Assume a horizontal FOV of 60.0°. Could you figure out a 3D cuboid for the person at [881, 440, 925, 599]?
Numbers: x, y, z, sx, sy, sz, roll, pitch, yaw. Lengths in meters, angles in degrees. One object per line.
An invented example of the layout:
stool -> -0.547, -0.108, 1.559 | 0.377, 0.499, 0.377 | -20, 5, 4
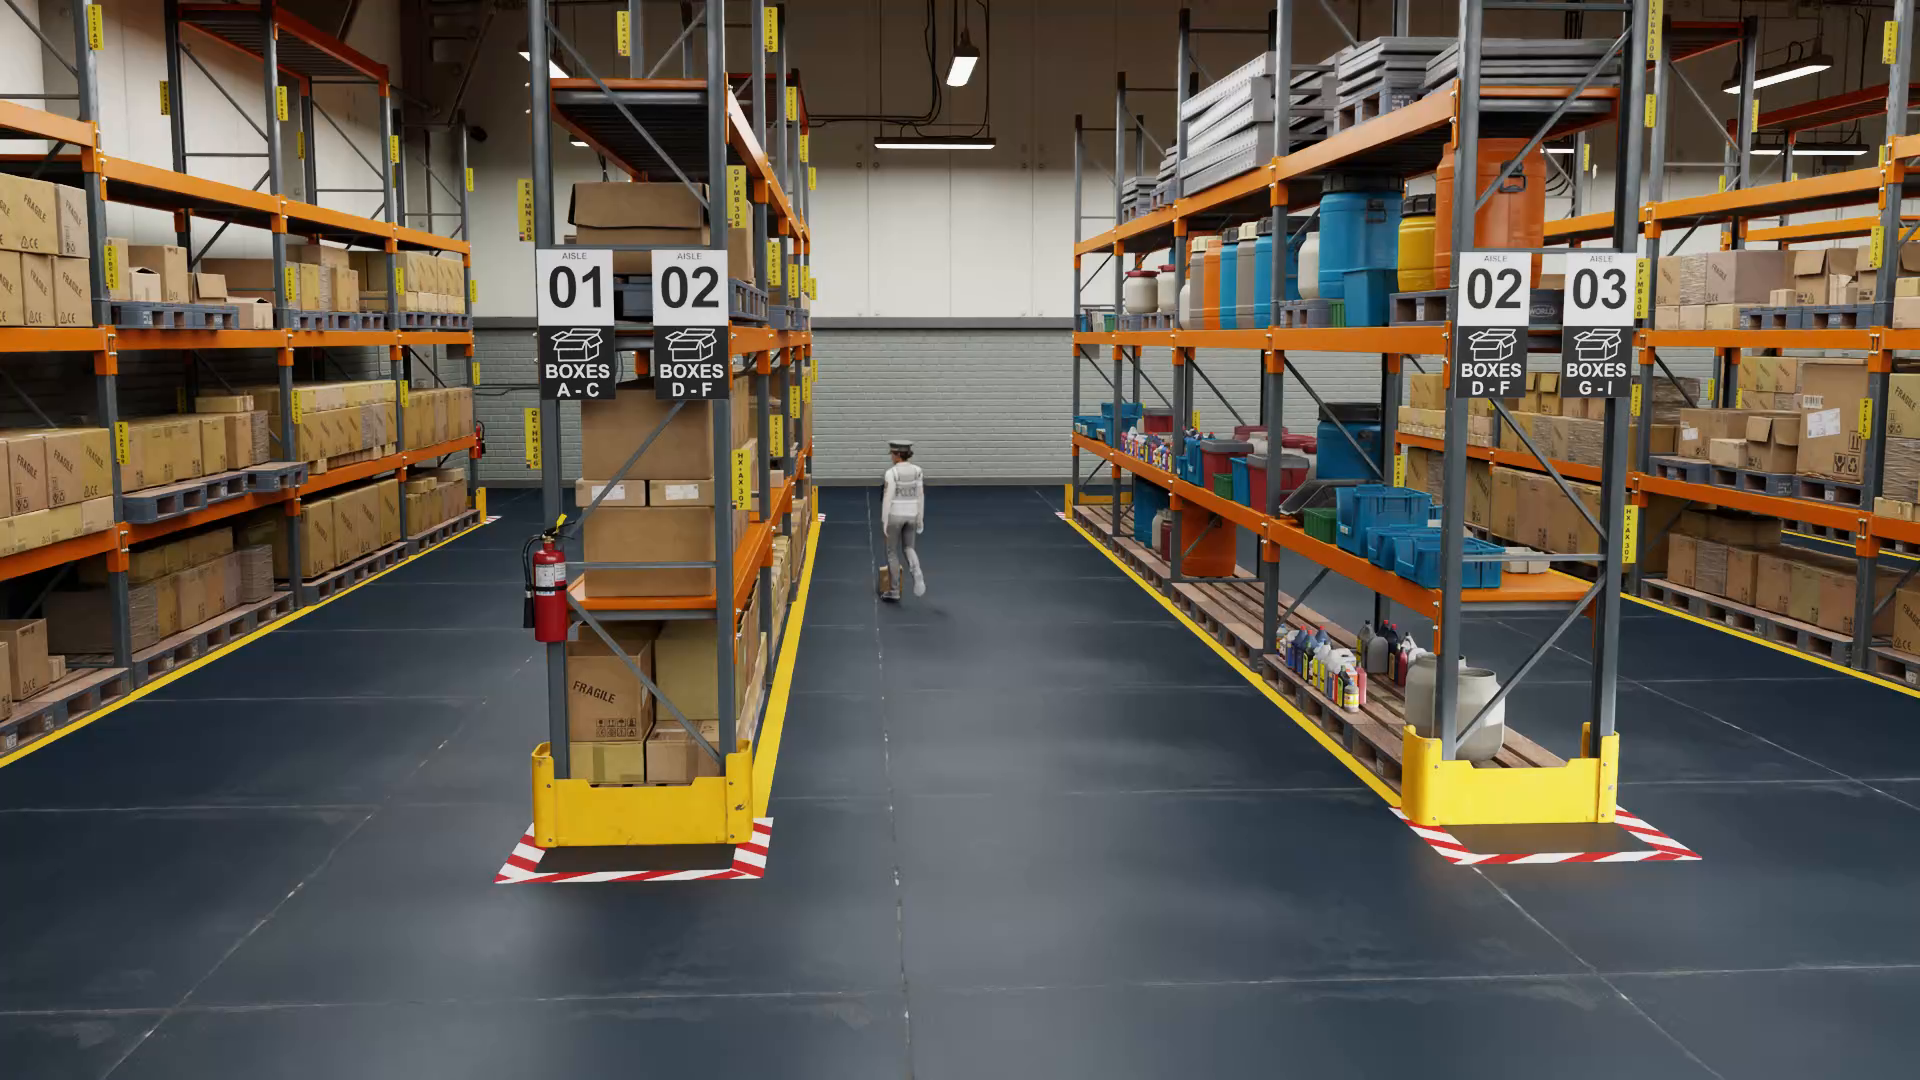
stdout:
person -> -0.605, -0.205, 17.263 | 0.500, 1.663, 0.517 | -4, 8, -32
